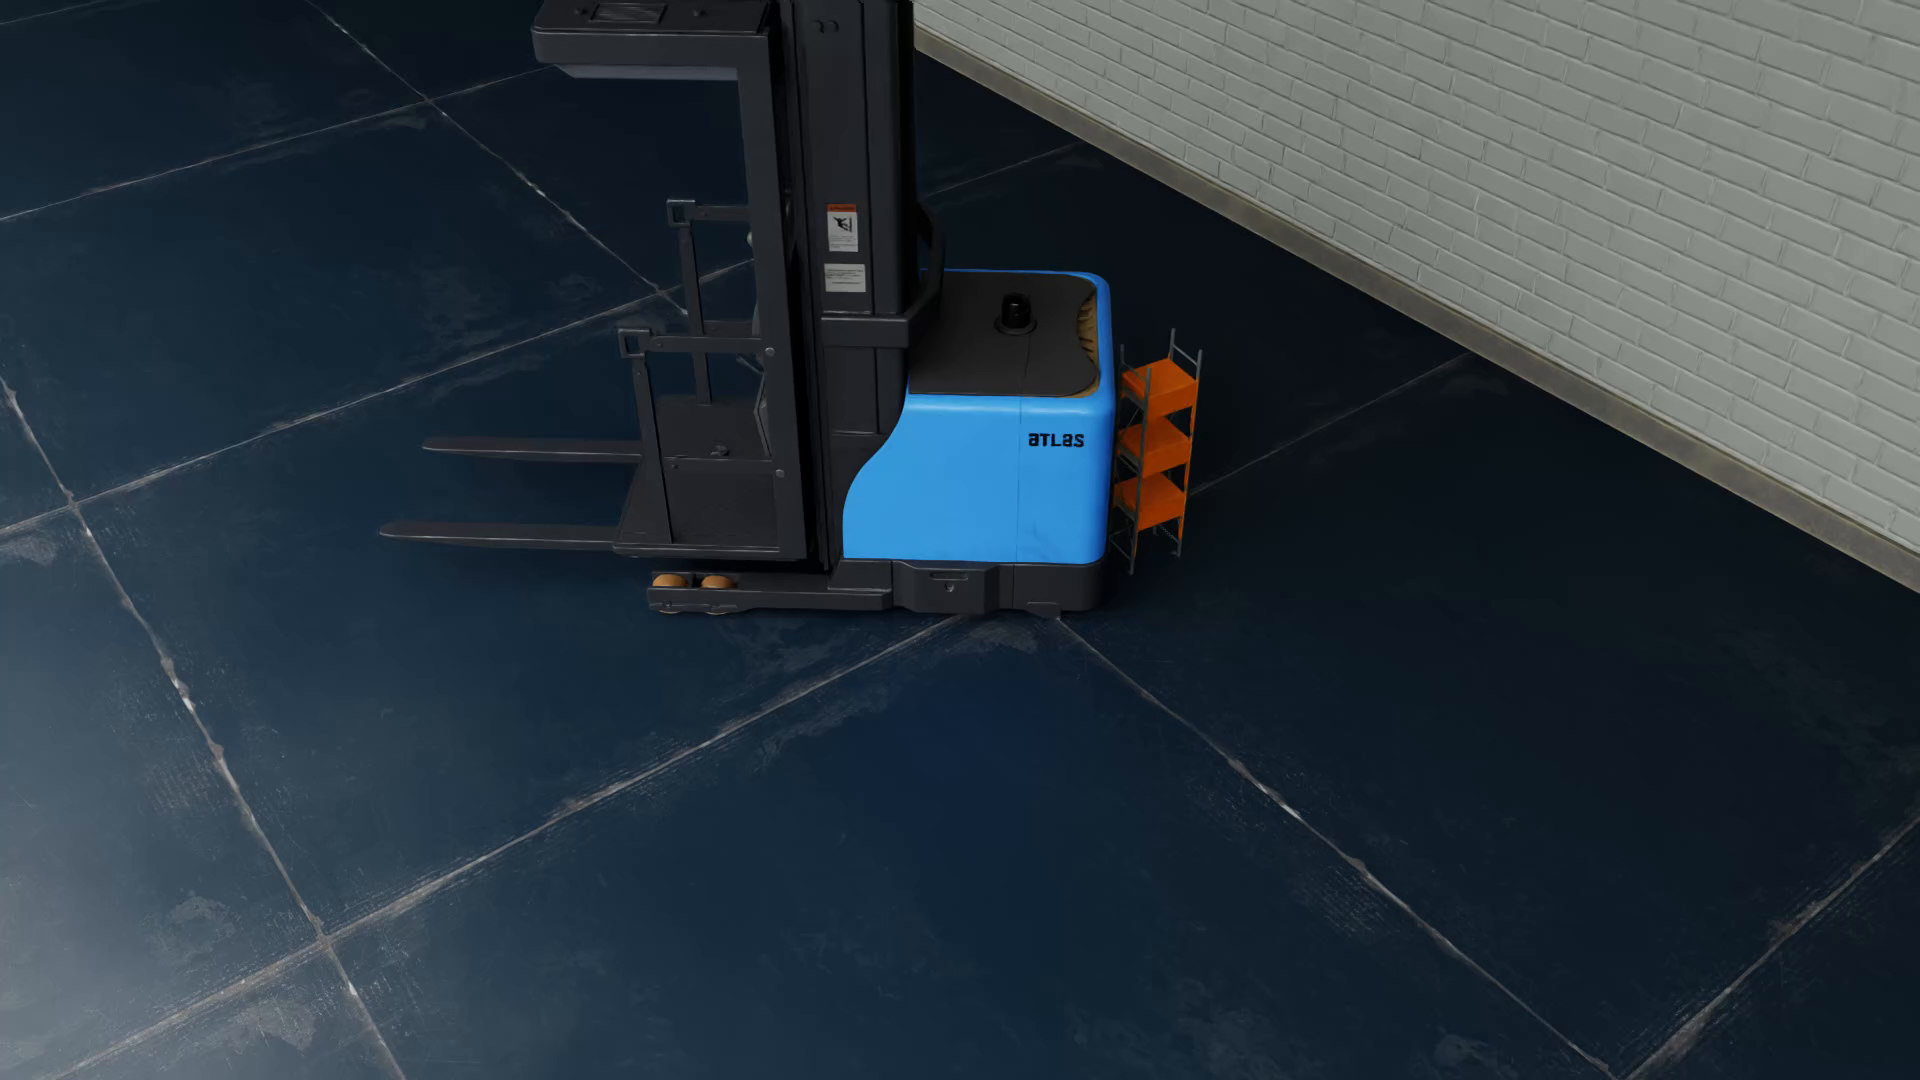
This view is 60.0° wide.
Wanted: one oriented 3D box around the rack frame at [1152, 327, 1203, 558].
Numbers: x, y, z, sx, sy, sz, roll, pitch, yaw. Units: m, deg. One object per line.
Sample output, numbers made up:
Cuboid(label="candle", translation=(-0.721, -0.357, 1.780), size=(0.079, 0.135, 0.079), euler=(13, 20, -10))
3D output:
Cuboid(label="rack frame", translation=(0.896, -0.386, 6.892), size=(0.008, 1.050, 0.200), euler=(-20, 43, -22))

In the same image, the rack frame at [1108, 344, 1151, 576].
Cuboid(label="rack frame", translation=(0.684, -0.309, 6.799), size=(0.008, 1.050, 0.200), euler=(-20, 43, -22))

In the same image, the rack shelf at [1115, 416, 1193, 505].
Cuboid(label="rack shelf", translation=(0.790, -0.339, 6.853), size=(0.240, 0.259, 0.215), euler=(-20, 43, -22))

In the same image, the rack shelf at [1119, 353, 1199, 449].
Cuboid(label="rack shelf", translation=(0.790, -0.559, 6.673), size=(0.240, 0.259, 0.215), euler=(-20, 43, -22))

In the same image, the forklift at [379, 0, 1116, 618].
Cuboid(label="forklift", translation=(-0.896, -1.157, 6.350), size=(3.031, 2.935, 1.130), euler=(2, 39, 2))

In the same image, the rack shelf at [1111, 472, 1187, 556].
Cuboid(label="rack shelf", translation=(0.790, -0.124, 7.029), size=(0.240, 0.259, 0.215), euler=(-20, 43, -22))

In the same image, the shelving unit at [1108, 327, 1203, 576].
Cuboid(label="shelving unit", translation=(0.790, -0.347, 6.846), size=(0.252, 1.050, 0.215), euler=(-20, 43, -22))
